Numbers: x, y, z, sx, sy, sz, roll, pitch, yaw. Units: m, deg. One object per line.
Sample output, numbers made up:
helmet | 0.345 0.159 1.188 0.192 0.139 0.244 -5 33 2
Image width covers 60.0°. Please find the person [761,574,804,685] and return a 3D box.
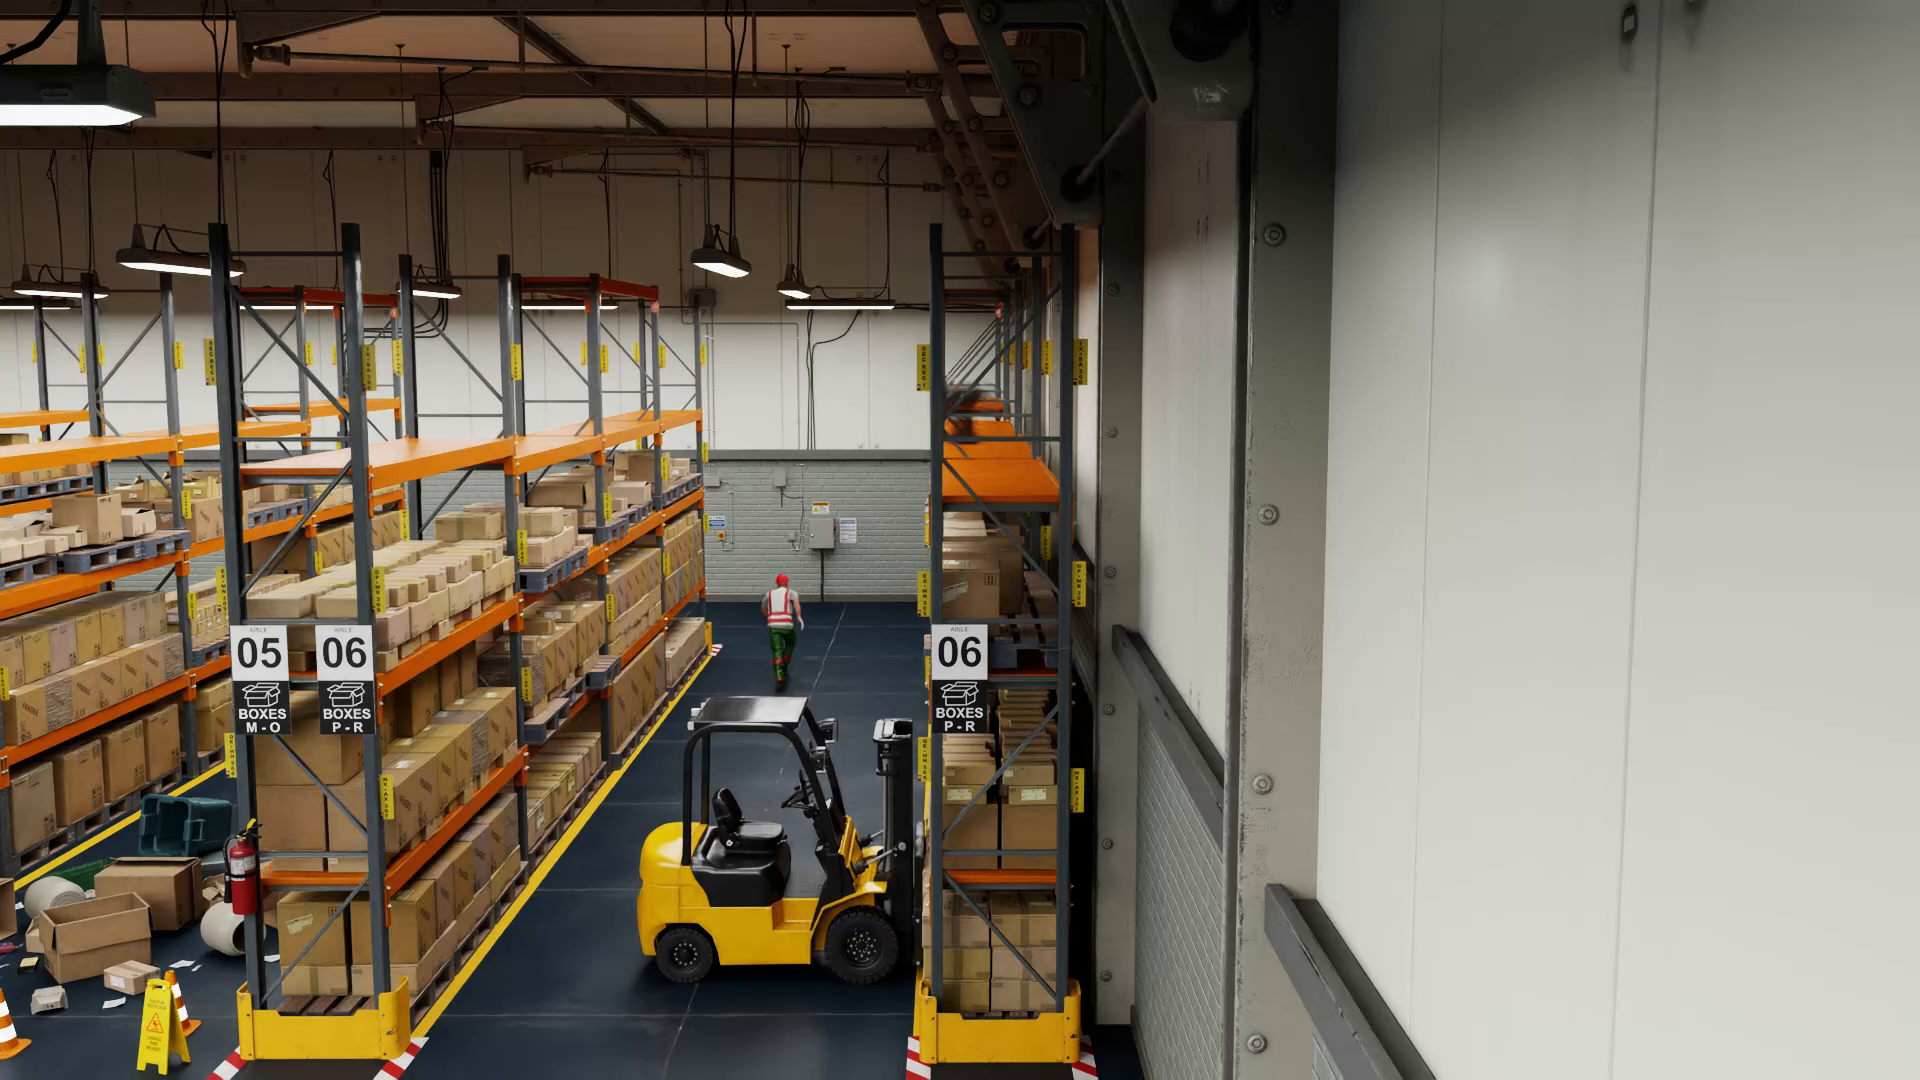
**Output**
person | -2.736 1.377 25.446 0.699 1.616 1.088 1 7 5
